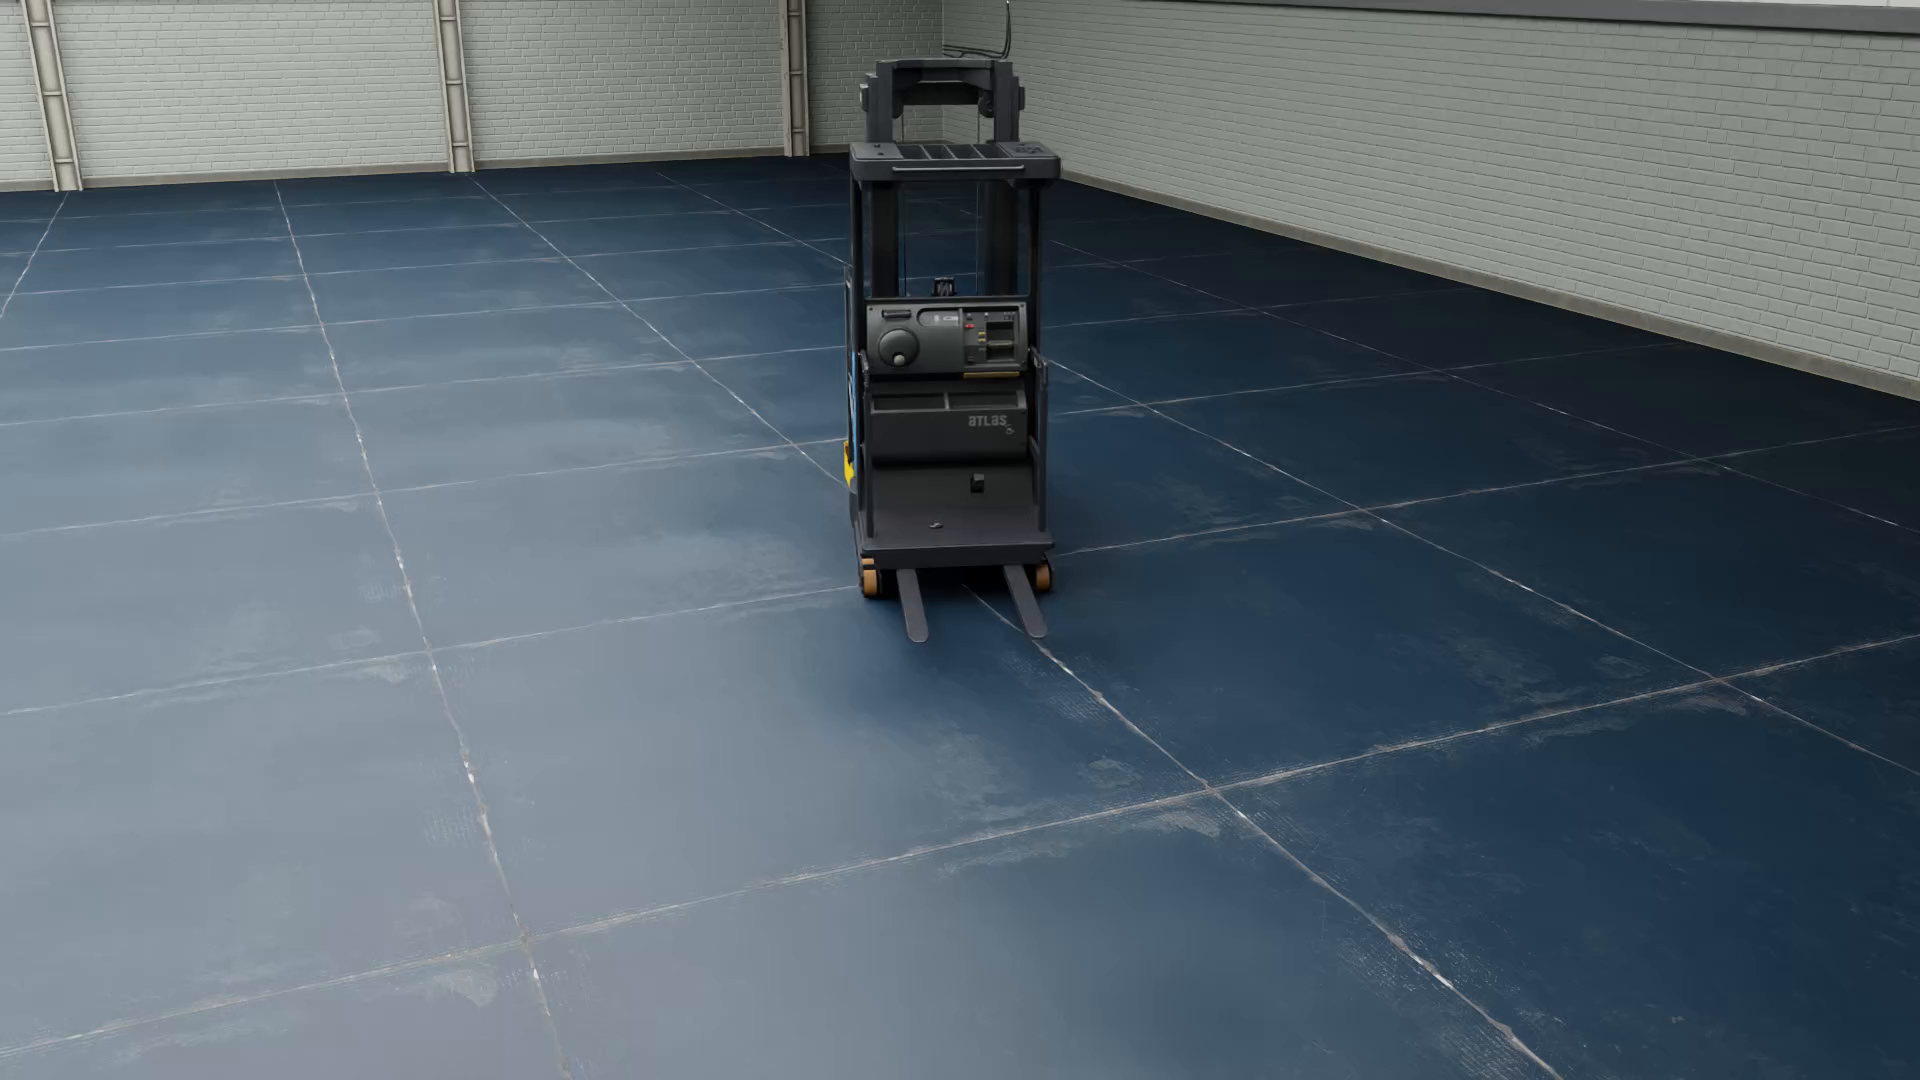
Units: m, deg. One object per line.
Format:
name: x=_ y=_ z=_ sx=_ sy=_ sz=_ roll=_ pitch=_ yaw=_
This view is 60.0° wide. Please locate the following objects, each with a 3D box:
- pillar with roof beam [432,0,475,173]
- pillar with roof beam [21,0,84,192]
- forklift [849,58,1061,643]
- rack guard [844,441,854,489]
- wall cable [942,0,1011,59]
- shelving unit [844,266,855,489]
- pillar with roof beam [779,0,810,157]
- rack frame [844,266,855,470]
pillar with roof beam: x=-6.813 y=-9.240 z=23.215 sx=0.400 sy=9.000 sz=9.100 roll=-8 pitch=21 yaw=-22
pillar with roof beam: x=-12.322 y=-8.451 z=20.973 sx=0.400 sy=9.000 sz=9.100 roll=-8 pitch=21 yaw=-22
forklift: x=-0.049 y=-1.168 z=9.427 sx=1.130 sy=2.935 sz=3.031 roll=-2 pitch=19 yaw=-5
rack guard: x=-0.731 y=-0.484 z=11.521 sx=0.087 sy=0.250 sz=0.587 roll=-3 pitch=20 yaw=-9
wall cable: x=0.220 y=-9.862 z=29.656 sx=0.112 sy=2.526 sz=3.097 roll=-8 pitch=21 yaw=-22
shelving unit: x=-0.239 y=-1.100 z=11.388 sx=1.083 sy=1.500 sz=0.587 roll=-3 pitch=20 yaw=-9
pillar with roof beam: x=-1.304 y=-10.029 z=25.456 sx=0.400 sy=9.000 sz=9.100 roll=-8 pitch=21 yaw=-22
rack frame: x=-0.733 y=-1.074 z=11.313 sx=0.032 sy=1.500 sz=0.500 roll=-3 pitch=20 yaw=-9
